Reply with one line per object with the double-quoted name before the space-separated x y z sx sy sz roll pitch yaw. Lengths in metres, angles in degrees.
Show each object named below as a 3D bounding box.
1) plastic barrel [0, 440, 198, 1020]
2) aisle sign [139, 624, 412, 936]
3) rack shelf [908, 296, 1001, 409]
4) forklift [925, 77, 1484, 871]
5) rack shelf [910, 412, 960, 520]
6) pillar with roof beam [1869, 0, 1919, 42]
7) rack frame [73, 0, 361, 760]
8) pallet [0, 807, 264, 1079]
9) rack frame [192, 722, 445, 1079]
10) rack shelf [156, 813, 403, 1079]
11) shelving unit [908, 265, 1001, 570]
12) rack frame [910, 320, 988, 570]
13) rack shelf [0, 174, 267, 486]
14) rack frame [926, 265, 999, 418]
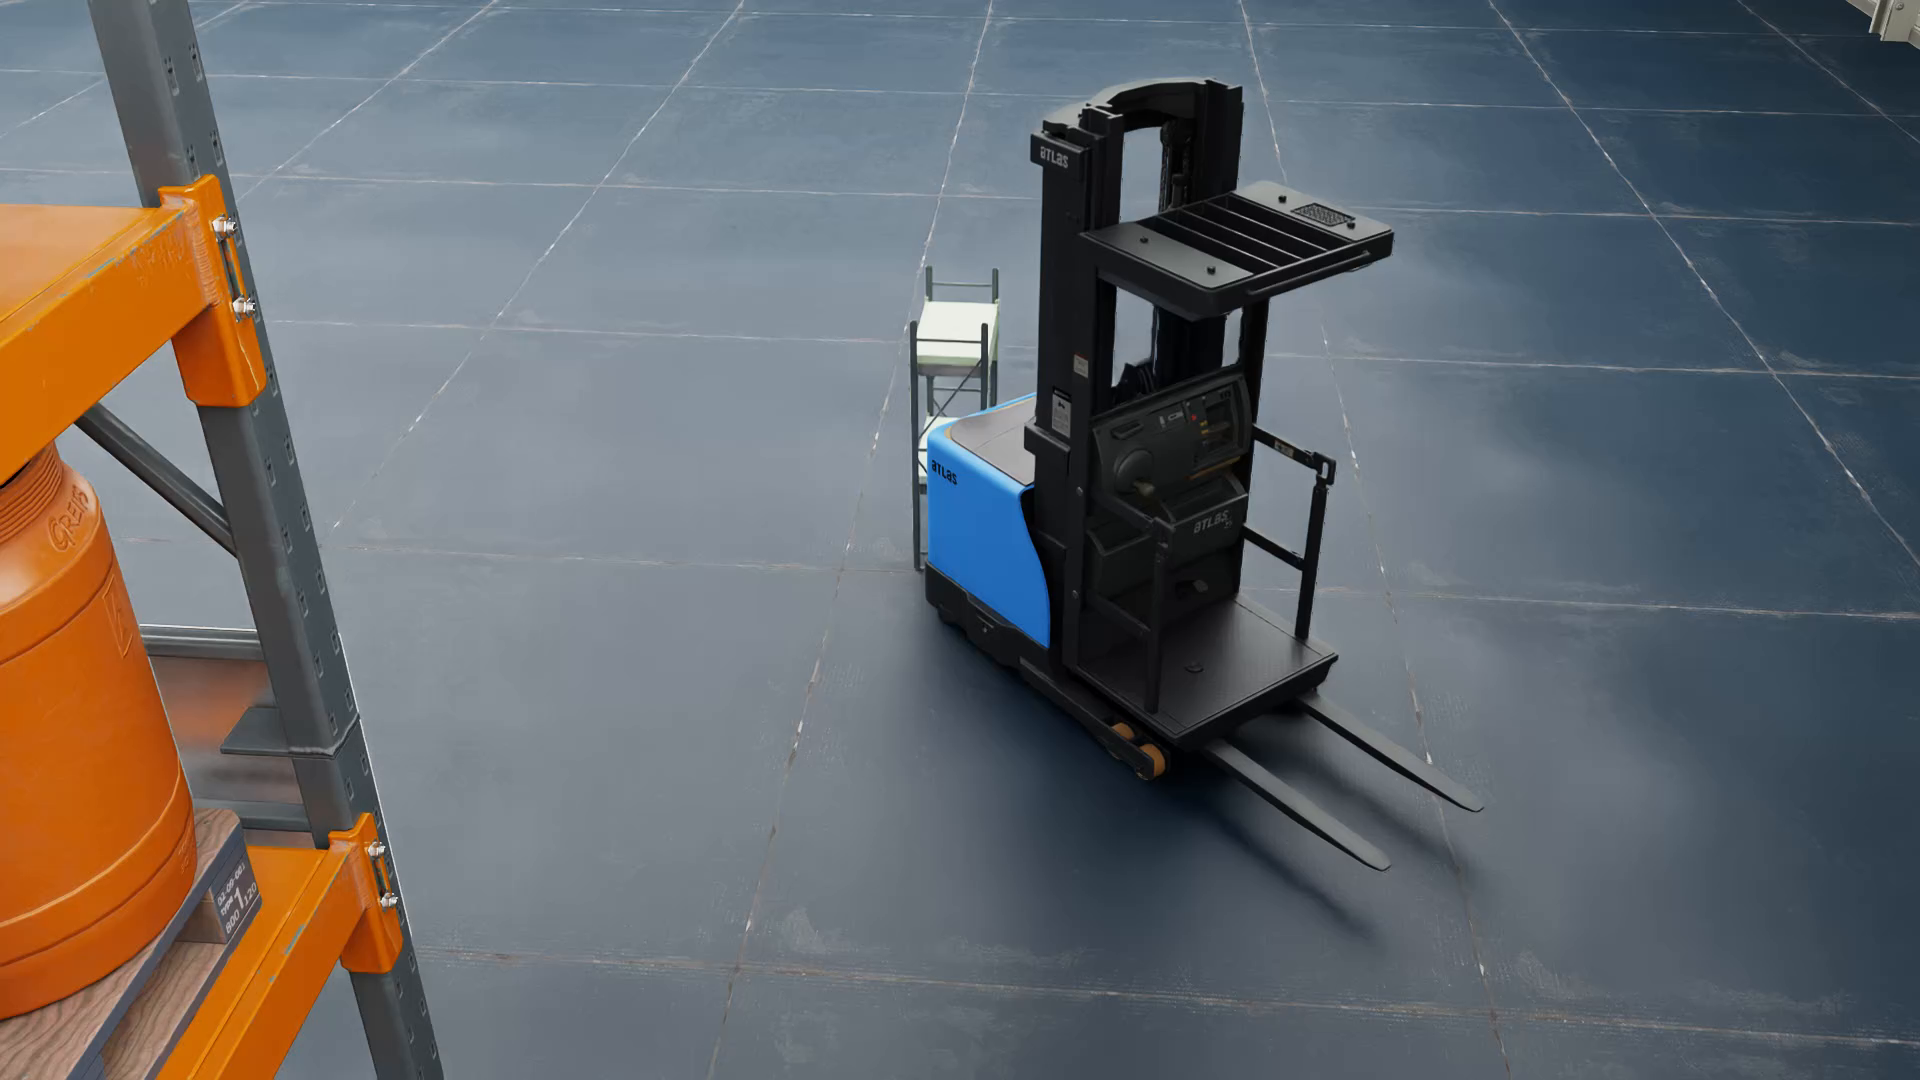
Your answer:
"plastic barrel" -1.587 0.258 2.583 0.600 0.830 0.708 2 32 4
"aisle sign" -1.372 0.506 3.373 0.394 0.787 0.004 2 32 4
"rack shelf" -0.022 -0.994 8.970 0.431 0.370 0.720 3 32 5
"forklift" 1.103 -0.427 7.430 1.130 2.935 3.031 -22 38 -31
"rack shelf" -0.022 -0.384 9.346 0.431 0.370 0.720 3 32 5
"pillar with roof beam" 6.180 -9.686 16.671 9.100 9.000 0.400 2 32 4
"rack frame" -1.674 -0.917 2.440 1.000 3.000 0.127 2 32 4
"pallet" -1.839 0.869 2.582 1.003 0.211 1.213 2 32 4
"rack frame" -1.674 1.637 4.014 1.000 3.000 0.127 2 32 4
"rack shelf" -1.837 1.713 1.719 1.077 0.370 4.000 2 32 4
"shelving unit" -0.022 -0.662 9.175 0.431 1.500 0.755 3 32 5
"rack frame" -0.057 -0.471 8.864 0.400 1.500 0.023 3 32 5
"rack shelf" -1.837 0.606 1.037 1.077 0.370 4.000 2 32 4
"rack frame" 0.012 -0.853 9.485 0.400 1.500 0.023 3 32 5
